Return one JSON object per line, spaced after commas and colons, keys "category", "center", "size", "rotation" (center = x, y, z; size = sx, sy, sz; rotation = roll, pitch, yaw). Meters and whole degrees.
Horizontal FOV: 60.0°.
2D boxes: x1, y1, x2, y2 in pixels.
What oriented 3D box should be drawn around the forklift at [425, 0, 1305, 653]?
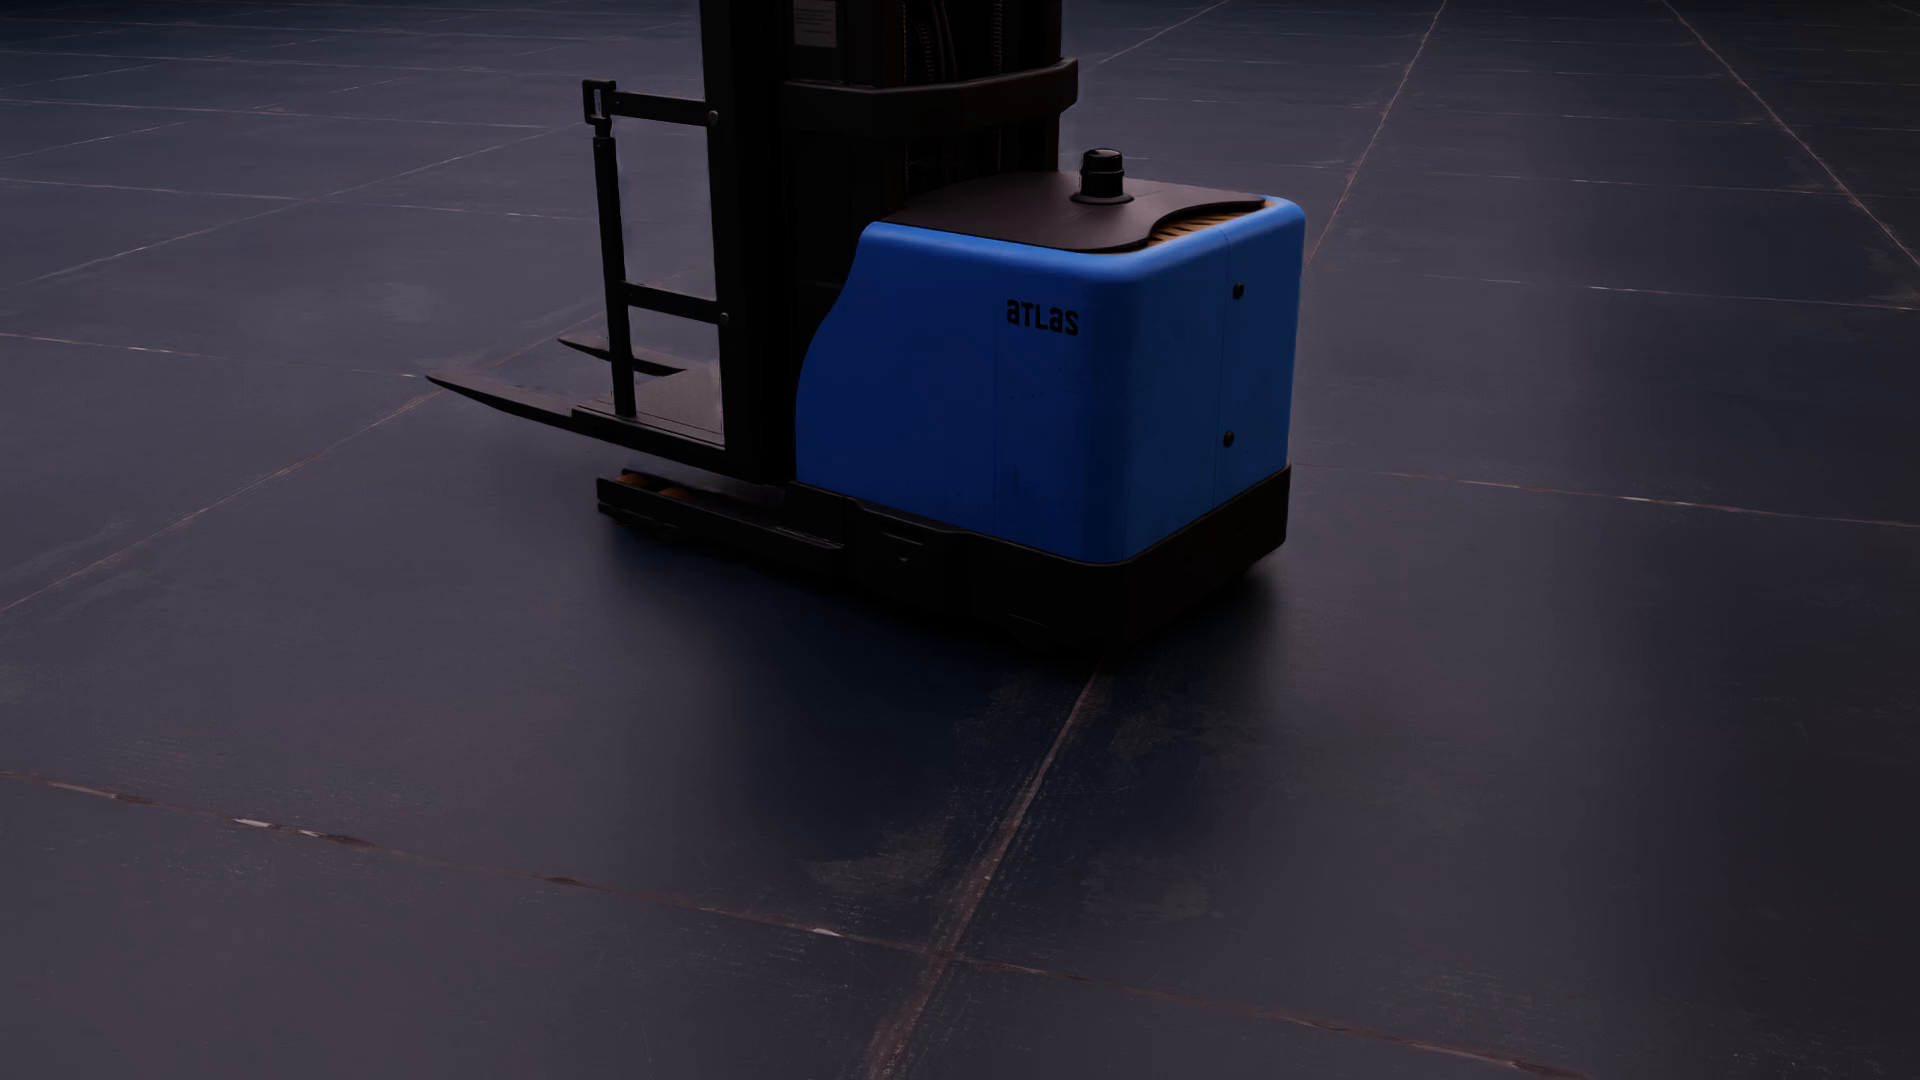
{"category": "forklift", "center": [-0.516, -1.494, 4.899], "size": [3.031, 2.935, 1.130], "rotation": [16, 27, 34]}
